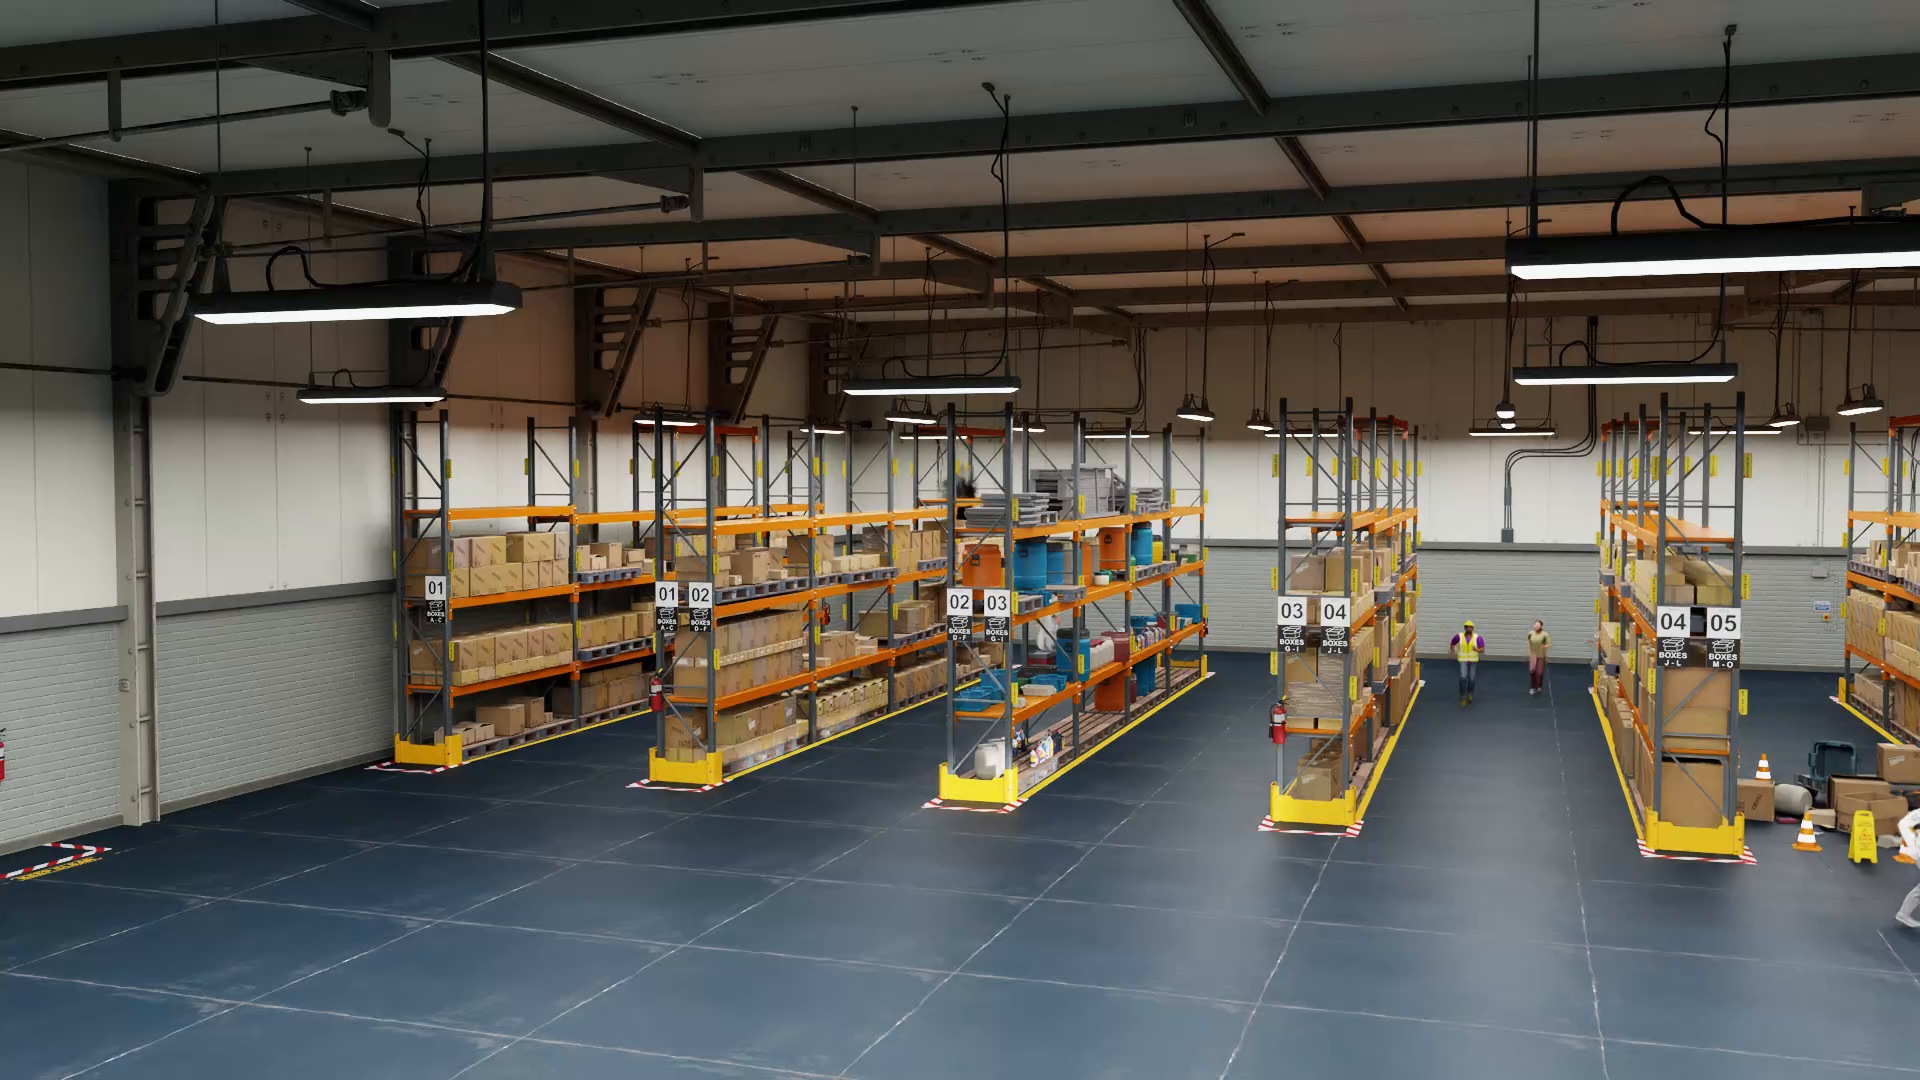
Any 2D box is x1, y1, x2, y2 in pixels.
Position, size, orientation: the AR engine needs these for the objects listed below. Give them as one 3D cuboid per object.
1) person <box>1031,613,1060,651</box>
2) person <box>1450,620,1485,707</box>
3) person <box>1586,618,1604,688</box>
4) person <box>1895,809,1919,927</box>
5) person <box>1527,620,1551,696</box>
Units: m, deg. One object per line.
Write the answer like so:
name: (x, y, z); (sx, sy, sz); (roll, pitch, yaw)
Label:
person: (2.003, 2.173, 39.539); (0.674, 1.713, 0.526); (1, 3, 13)
person: (10.746, 2.614, 35.184); (0.672, 1.831, 0.770); (0, 2, 11)
person: (14.699, 2.589, 38.012); (0.744, 1.604, 0.565); (0, 2, 6)
person: (10.346, 3.418, 17.780); (0.642, 1.698, 0.749); (-1, 3, -28)
person: (12.818, 2.602, 36.830); (0.538, 1.665, 0.777); (1, 3, 26)
